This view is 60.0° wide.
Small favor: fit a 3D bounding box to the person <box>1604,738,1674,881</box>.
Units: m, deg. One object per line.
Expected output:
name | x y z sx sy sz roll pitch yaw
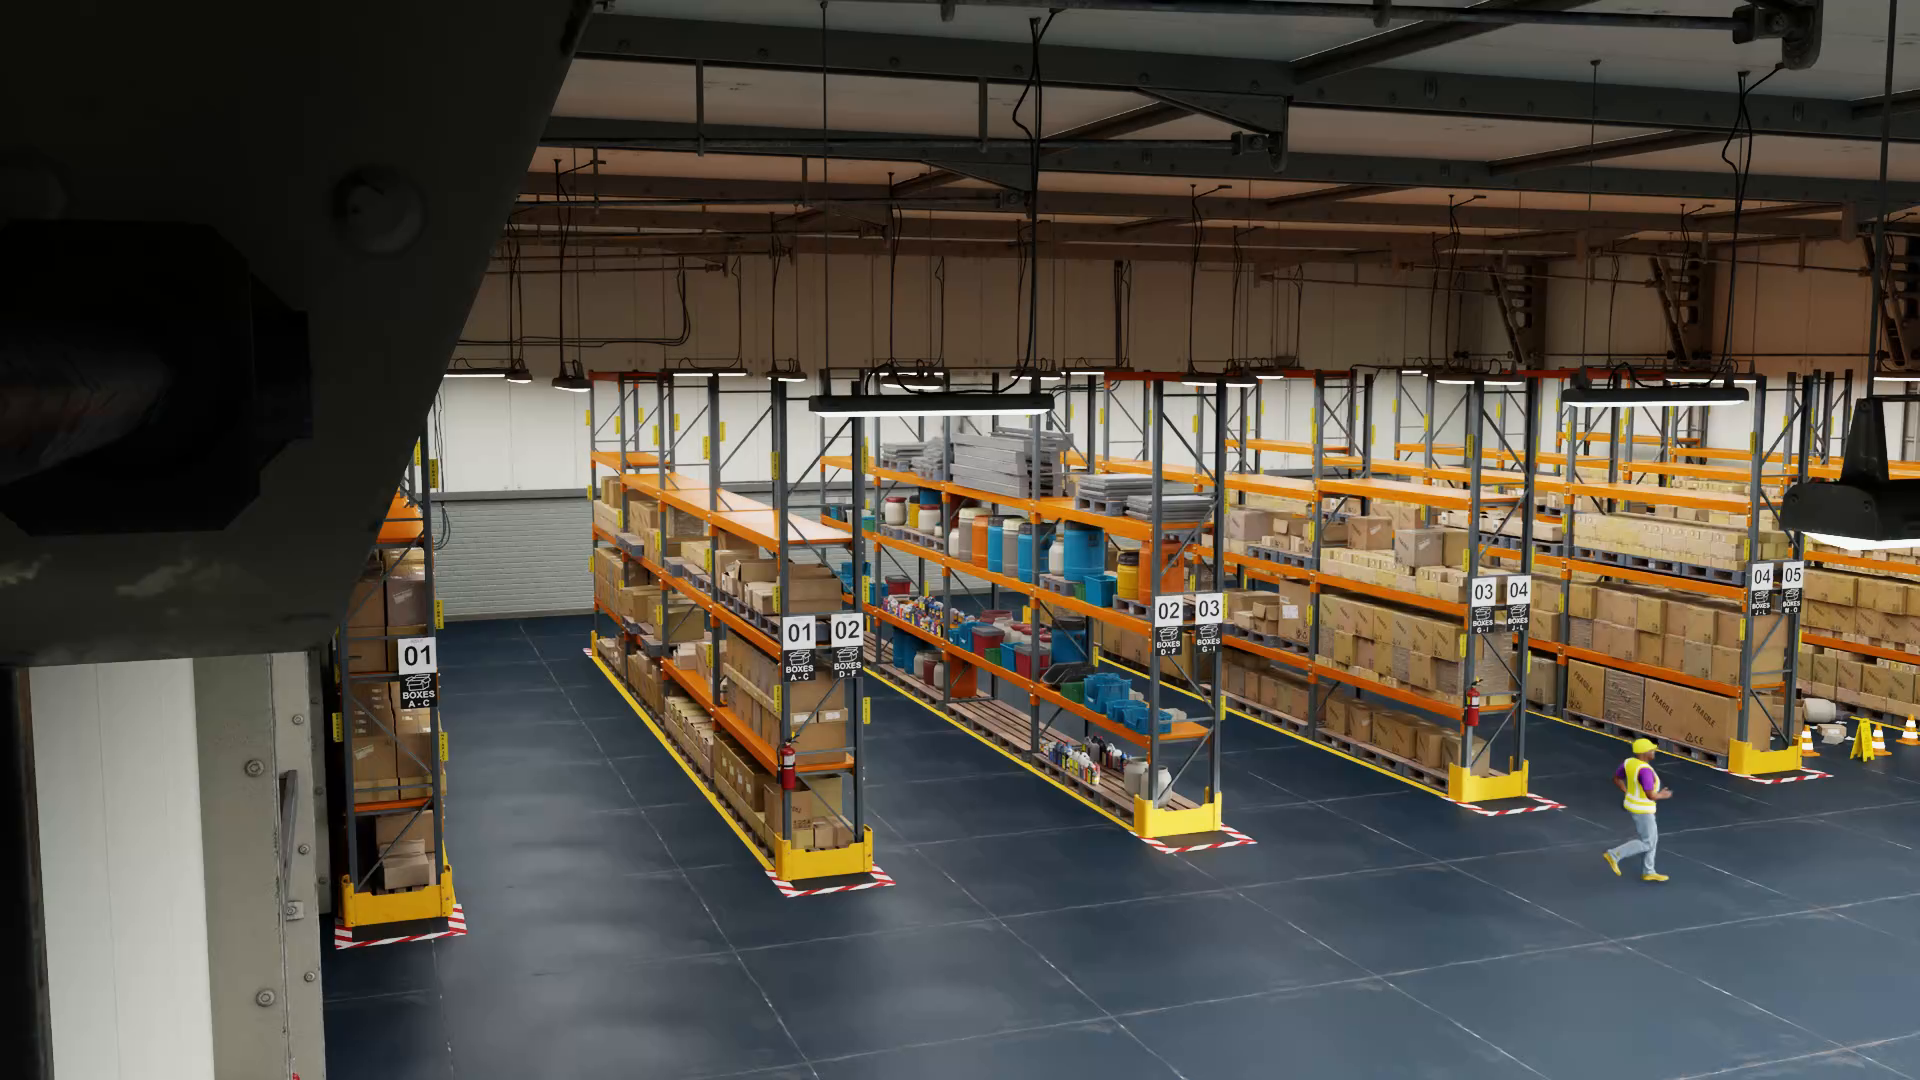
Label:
person | 8.129 3.236 19.951 0.812 1.741 0.711 0 6 1
